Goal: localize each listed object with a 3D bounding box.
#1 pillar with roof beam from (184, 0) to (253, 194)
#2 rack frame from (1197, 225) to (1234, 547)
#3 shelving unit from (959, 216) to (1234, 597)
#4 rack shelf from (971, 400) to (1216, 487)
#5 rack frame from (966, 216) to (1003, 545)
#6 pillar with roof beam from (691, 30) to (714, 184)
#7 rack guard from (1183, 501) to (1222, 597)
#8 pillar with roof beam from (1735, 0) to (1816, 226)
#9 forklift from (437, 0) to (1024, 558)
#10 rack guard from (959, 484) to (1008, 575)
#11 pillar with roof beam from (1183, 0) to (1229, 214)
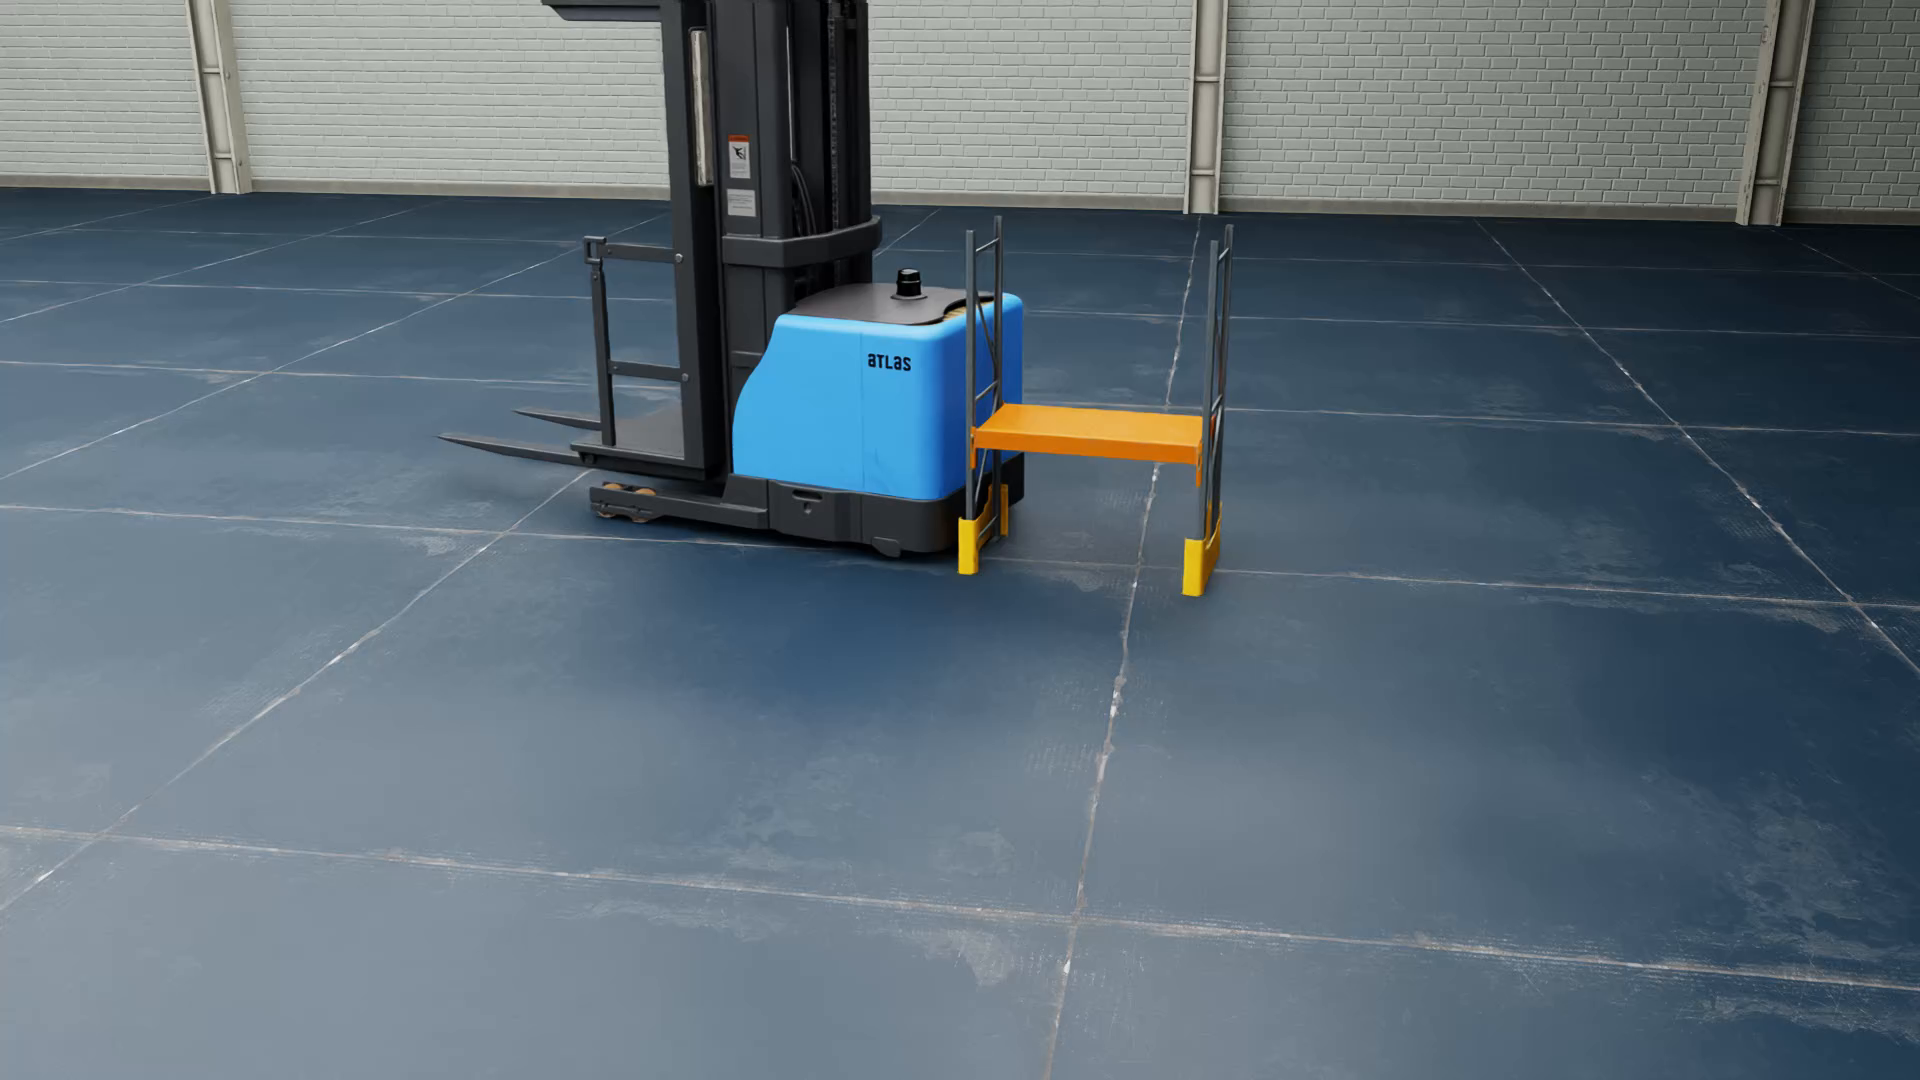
[{"bbox_3d":[-9.778,-7.265,15.334,0.400,9.000,9.100,3,19,9],"label":"pillar with roof beam"},{"bbox_3d":[1.086,-0.559,7.111,0.032,1.500,0.500,5,19,15],"label":"rack frame"},{"bbox_3d":[0.589,-0.605,7.246,1.083,1.500,0.587,5,19,15],"label":"shelving unit"},{"bbox_3d":[0.598,-0.433,7.301,1.000,0.185,0.538,5,19,15],"label":"rack shelf"},{"bbox_3d":[0.109,-0.648,7.377,0.032,1.500,0.500,5,19,15],"label":"rack frame"},{"bbox_3d":[-3.854,-6.963,14.432,0.400,9.000,9.100,3,19,9],"label":"pillar with roof beam"},{"bbox_3d":[1.068,0.032,7.315,0.087,0.250,0.587,5,19,15],"label":"rack guard"},{"bbox_3d":[7.994,-6.359,12.627,0.400,9.000,9.100,3,19,9],"label":"pillar with roof beam"},{"bbox_3d":[-1.241,-1.611,7.999,3.031,2.935,1.130,9,20,24],"label":"forklift"},{"bbox_3d":[0.110,-0.055,7.575,0.087,0.250,0.587,5,19,15],"label":"rack guard"},{"bbox_3d":[2.070,-6.661,13.529,0.400,9.000,9.100,3,19,9],"label":"pillar with roof beam"}]
